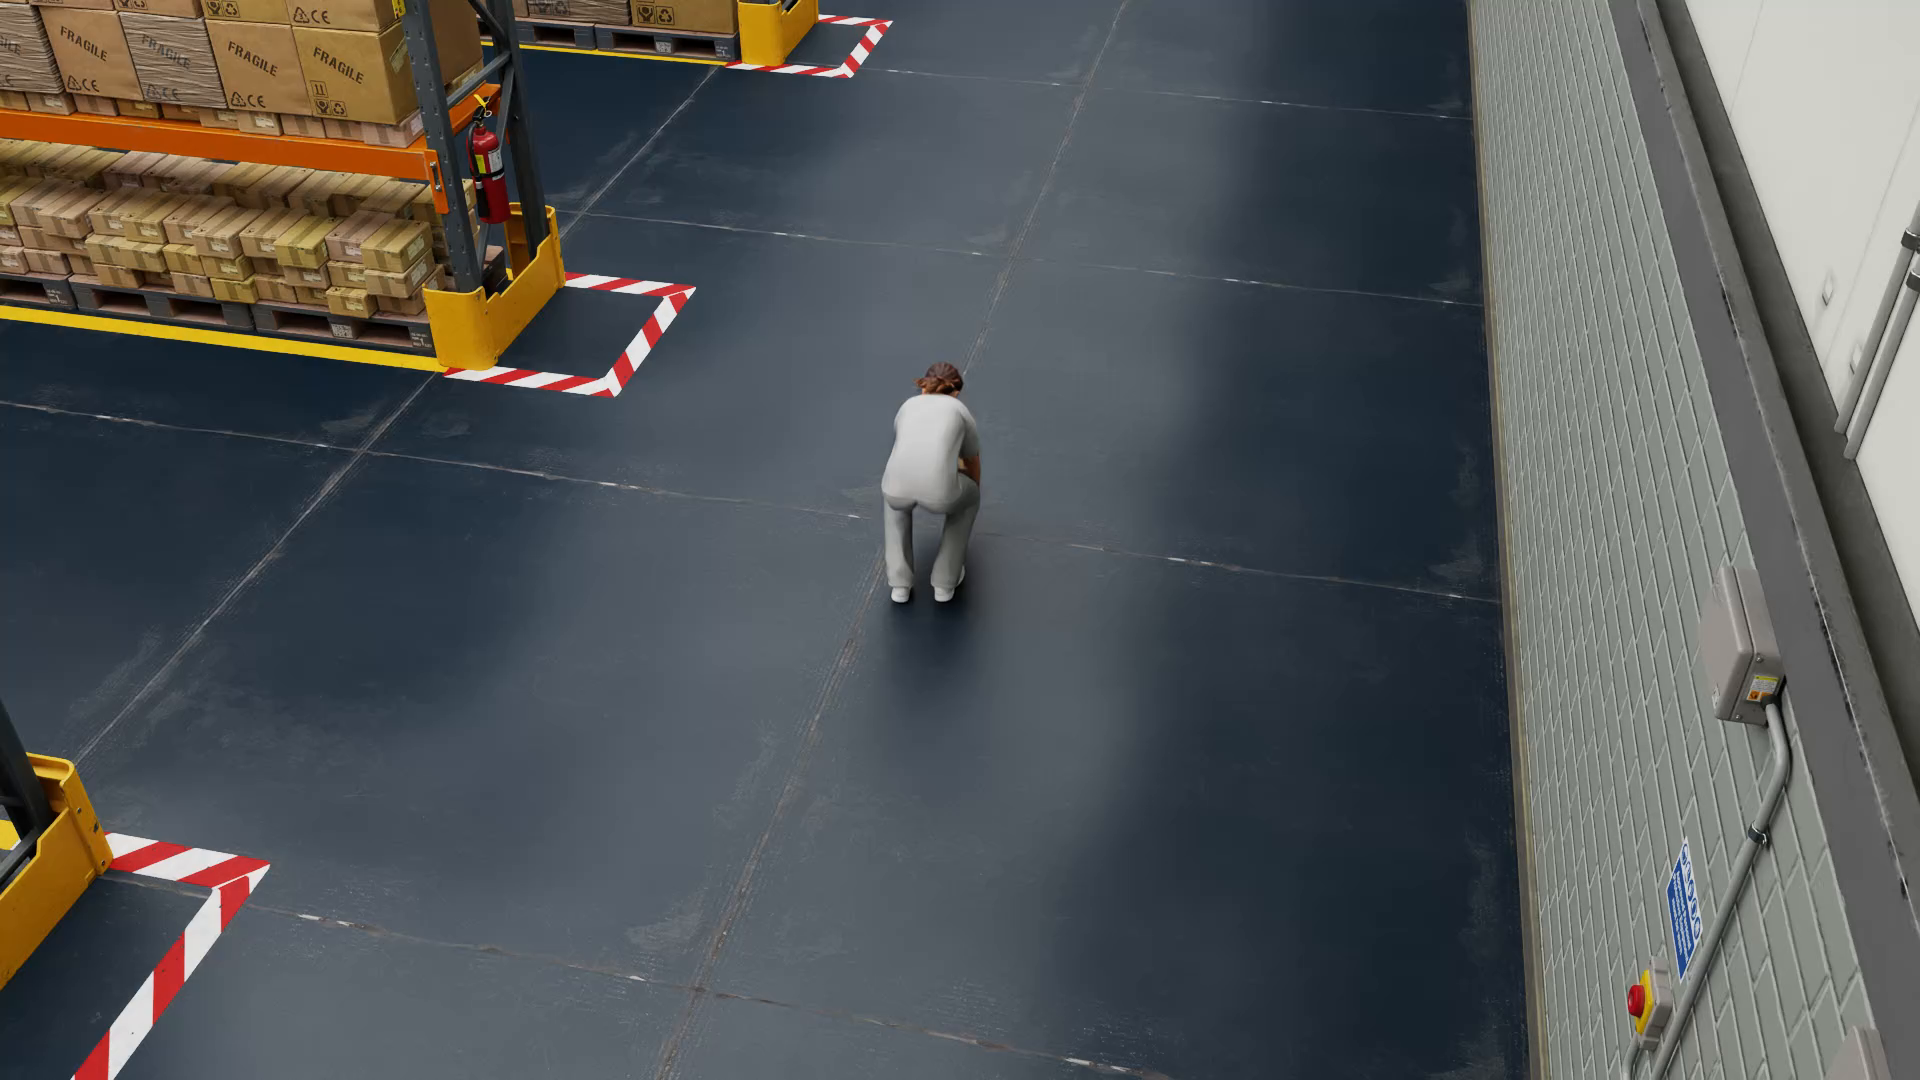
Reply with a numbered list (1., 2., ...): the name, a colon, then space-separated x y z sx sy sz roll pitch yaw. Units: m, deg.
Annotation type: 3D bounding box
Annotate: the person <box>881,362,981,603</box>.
1. person: -0.135 -0.253 7.885 0.466 0.980 0.866 6 37 8
